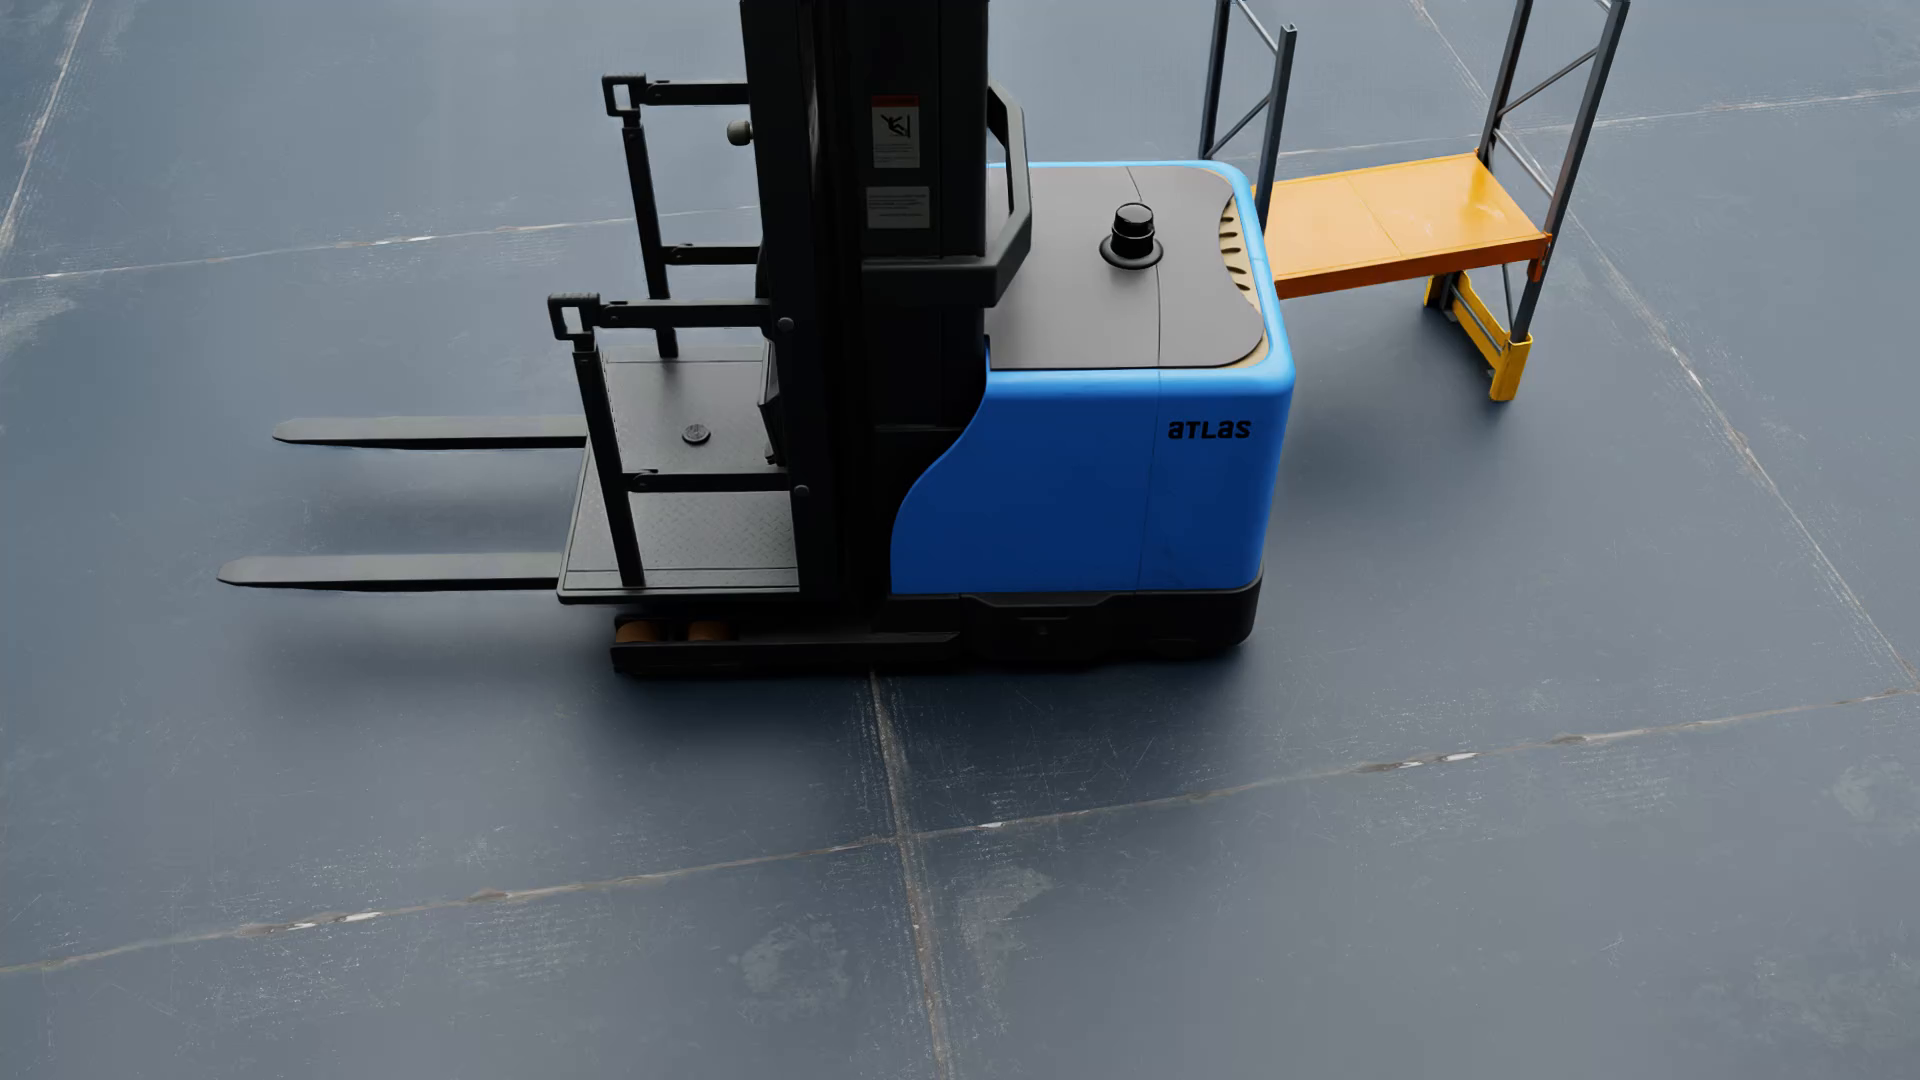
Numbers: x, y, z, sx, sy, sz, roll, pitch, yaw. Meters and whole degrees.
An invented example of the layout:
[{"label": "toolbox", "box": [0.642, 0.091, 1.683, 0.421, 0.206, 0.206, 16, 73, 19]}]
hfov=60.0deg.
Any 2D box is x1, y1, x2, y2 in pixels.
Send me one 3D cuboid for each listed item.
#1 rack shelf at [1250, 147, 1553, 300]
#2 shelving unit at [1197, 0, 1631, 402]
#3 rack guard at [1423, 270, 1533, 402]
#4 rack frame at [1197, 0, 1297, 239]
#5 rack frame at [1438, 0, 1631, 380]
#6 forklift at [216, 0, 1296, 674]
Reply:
[{"label": "rack shelf", "box": [1.330, -0.994, 5.416, 1.000, 0.185, 0.538, -10, 47, -10]}, {"label": "shelving unit", "box": [1.321, -1.117, 5.285, 1.083, 1.500, 0.587, -10, 47, -10]}, {"label": "rack guard", "box": [1.804, -0.771, 5.819, 0.087, 0.250, 0.587, -10, 47, -10]}, {"label": "rack frame", "box": [0.837, -1.029, 5.200, 0.032, 1.500, 0.500, -10, 47, -10]}, {"label": "rack frame", "box": [1.823, -1.208, 5.373, 0.032, 1.500, 0.500, -10, 47, -10]}, {"label": "forklift", "box": [-0.656, -1.010, 4.188, 3.031, 2.935, 1.130, -1, 46, -1]}]
